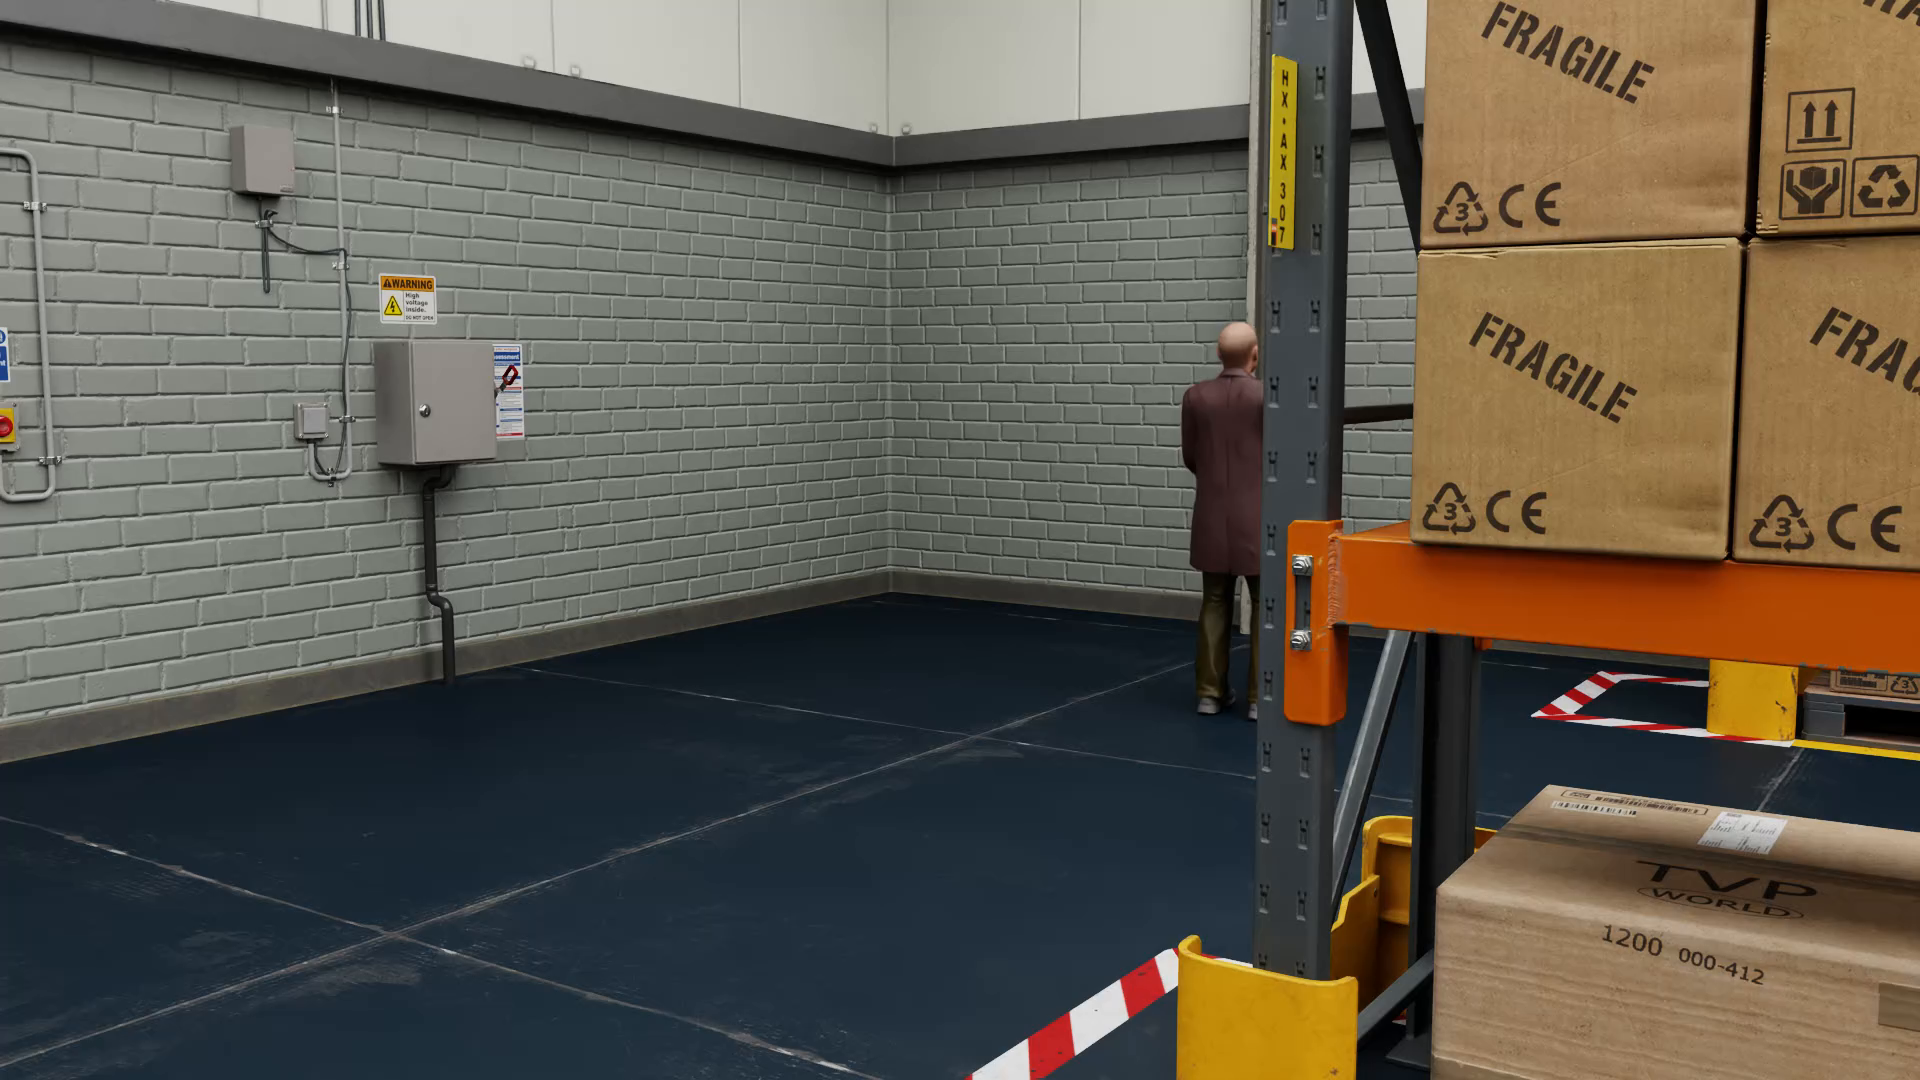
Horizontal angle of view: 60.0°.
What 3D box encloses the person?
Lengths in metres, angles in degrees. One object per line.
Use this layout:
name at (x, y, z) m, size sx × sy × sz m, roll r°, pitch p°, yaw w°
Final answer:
person at (1.292, -0.081, 7.591) m, size 0.579 × 1.756 × 0.443 m, roll 4°, pitch 7°, yaw 32°
